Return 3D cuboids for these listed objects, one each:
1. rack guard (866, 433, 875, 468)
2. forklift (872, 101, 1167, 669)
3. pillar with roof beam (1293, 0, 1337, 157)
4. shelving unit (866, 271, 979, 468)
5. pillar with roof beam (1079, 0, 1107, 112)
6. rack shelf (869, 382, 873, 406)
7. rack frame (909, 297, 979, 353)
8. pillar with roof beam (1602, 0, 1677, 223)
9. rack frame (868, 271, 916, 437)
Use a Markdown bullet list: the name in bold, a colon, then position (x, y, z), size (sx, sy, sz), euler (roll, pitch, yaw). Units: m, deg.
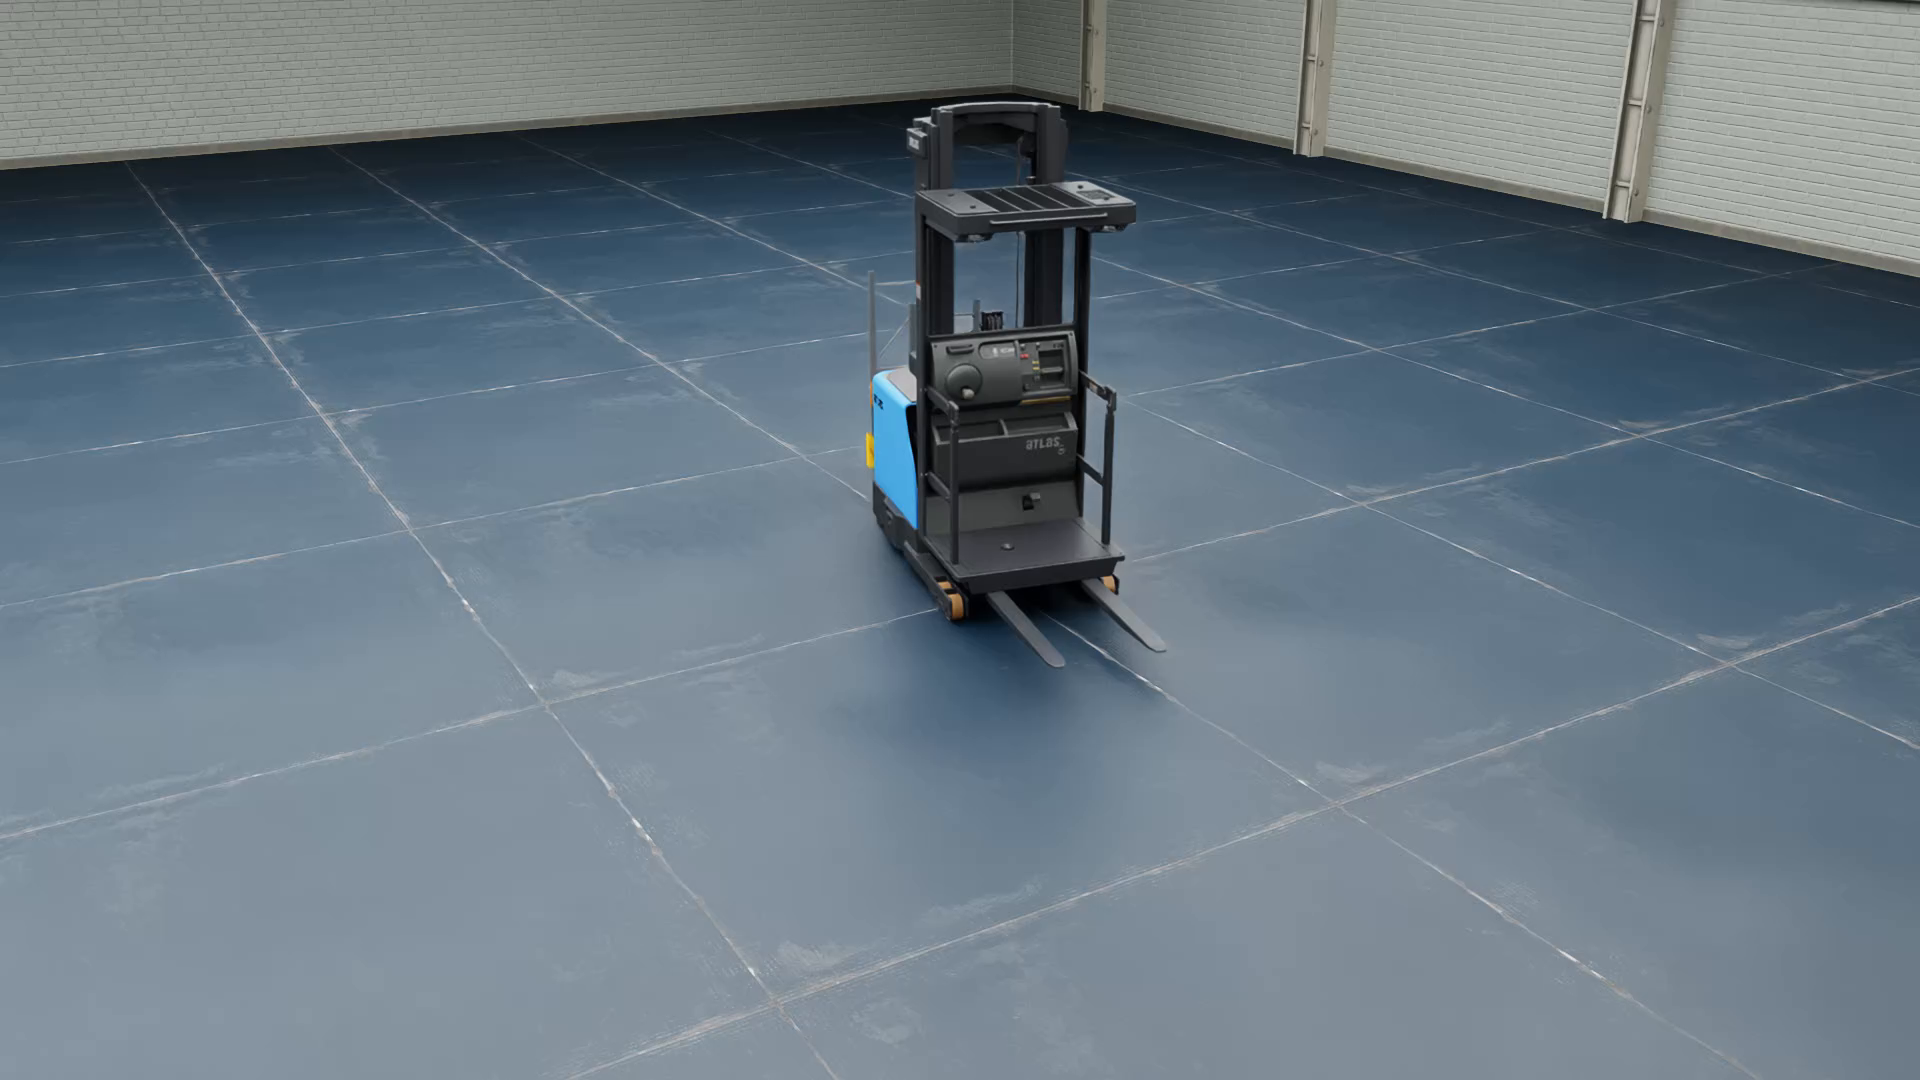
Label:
- **rack guard**: position (-0.427, -0.714, 12.736), size (0.587, 0.250, 0.087), euler (-7, 23, -17)
- **forklift**: position (0.347, -1.039, 9.975), size (1.130, 2.935, 3.031), euler (-7, 23, -17)
- **pillar with roof beam**: position (1.815, -9.437, 22.579), size (9.100, 9.000, 0.400), euler (-13, 25, -28)
- **shelving unit**: position (-0.268, -1.115, 12.064), size (0.587, 1.500, 1.083), euler (-7, 23, -17)
- **pillar with roof beam**: position (-1.250, -11.379, 27.357), size (9.100, 9.000, 0.400), euler (-13, 25, -28)
- **rack shelf**: position (-0.271, -0.952, 12.140), size (0.538, 0.185, 1.000), euler (-7, 23, -17)
- **rack frame**: position (-0.108, -0.937, 11.626), size (0.500, 1.500, 0.032), euler (-7, 23, -17)
- **pillar with roof beam**: position (4.880, -7.495, 17.800), size (9.100, 9.000, 0.400), euler (-13, 25, -28)
- **rack frame**: position (-0.433, -1.300, 12.518), size (0.500, 1.500, 0.032), euler (-7, 23, -17)
